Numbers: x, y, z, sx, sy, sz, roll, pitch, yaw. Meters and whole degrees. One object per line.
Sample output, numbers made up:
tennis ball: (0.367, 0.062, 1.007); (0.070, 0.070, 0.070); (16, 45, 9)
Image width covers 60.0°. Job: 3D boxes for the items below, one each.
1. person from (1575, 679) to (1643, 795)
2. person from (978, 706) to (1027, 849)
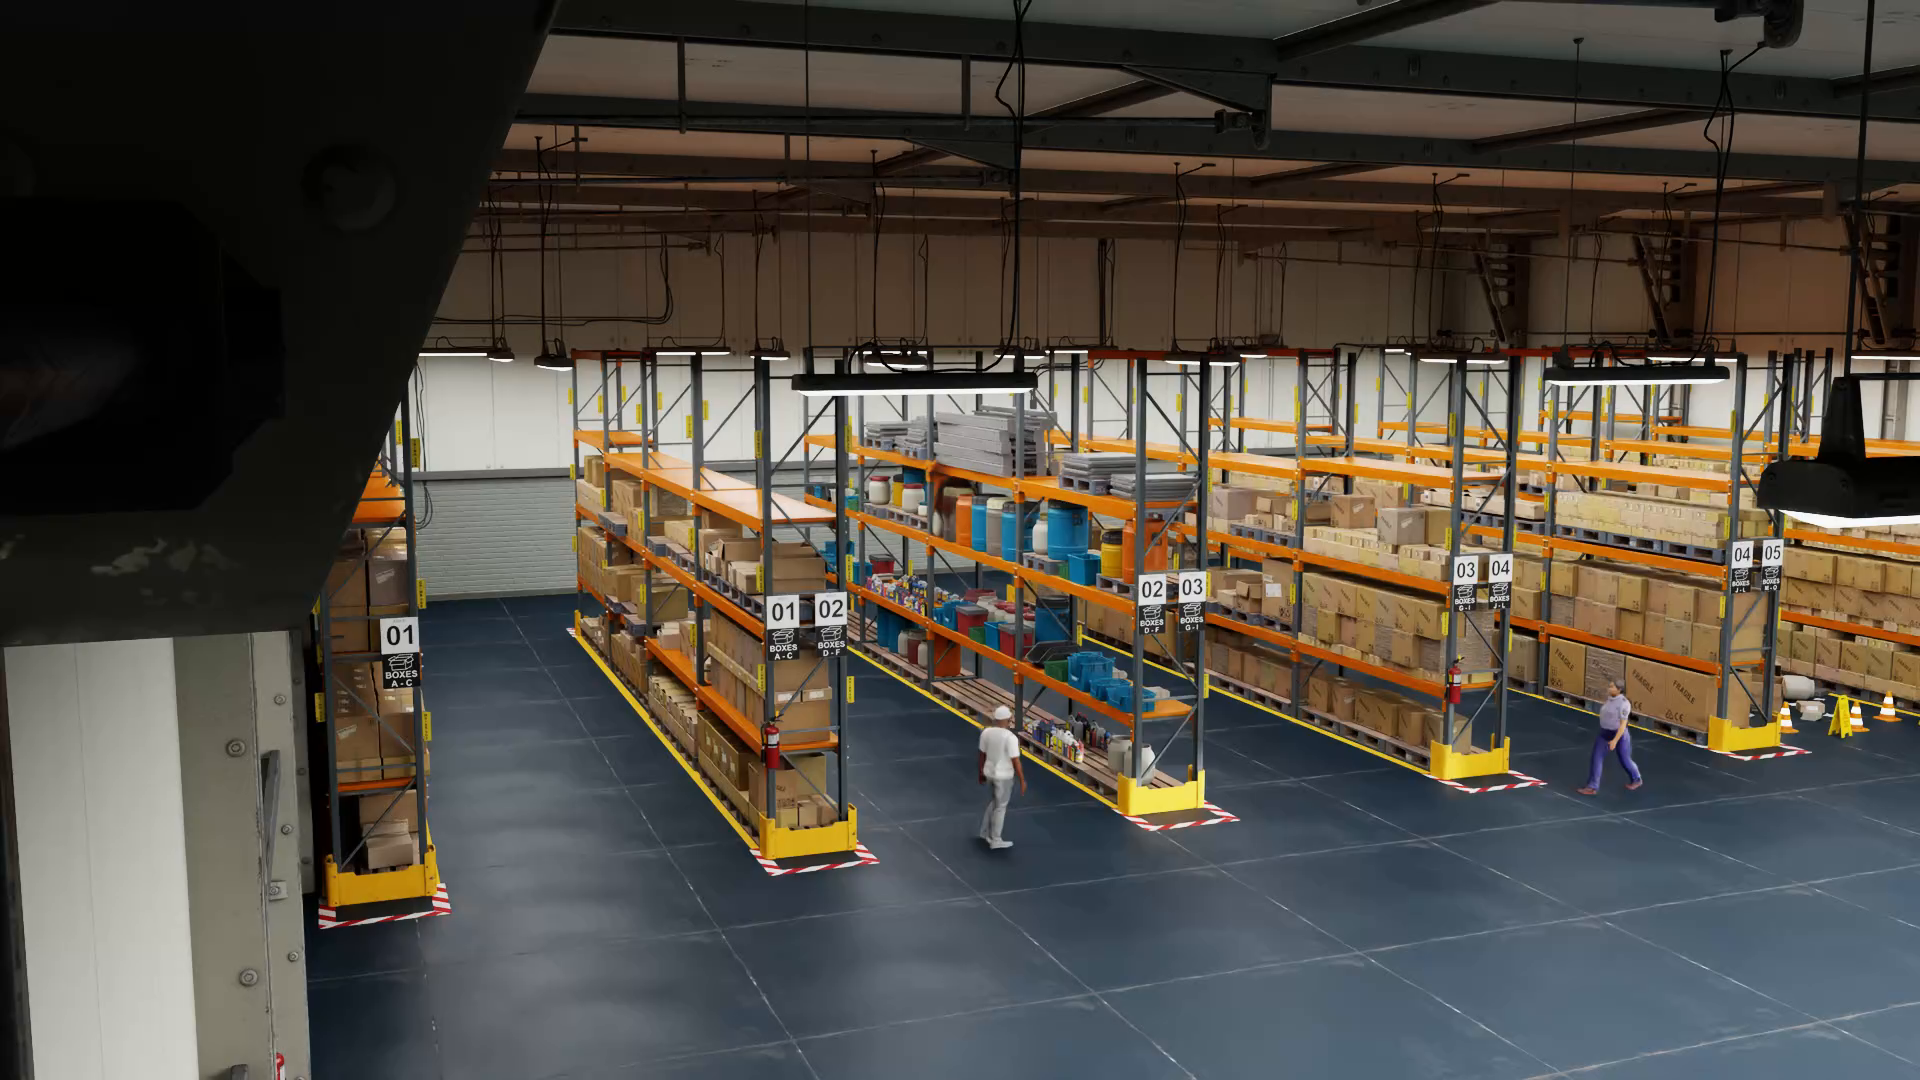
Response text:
person: (8.957, 2.701, 22.824); (0.987, 1.602, 0.486); (-5, 9, -35)
person: (0.513, 2.926, 20.508); (0.400, 1.764, 0.676); (-6, 9, -38)
